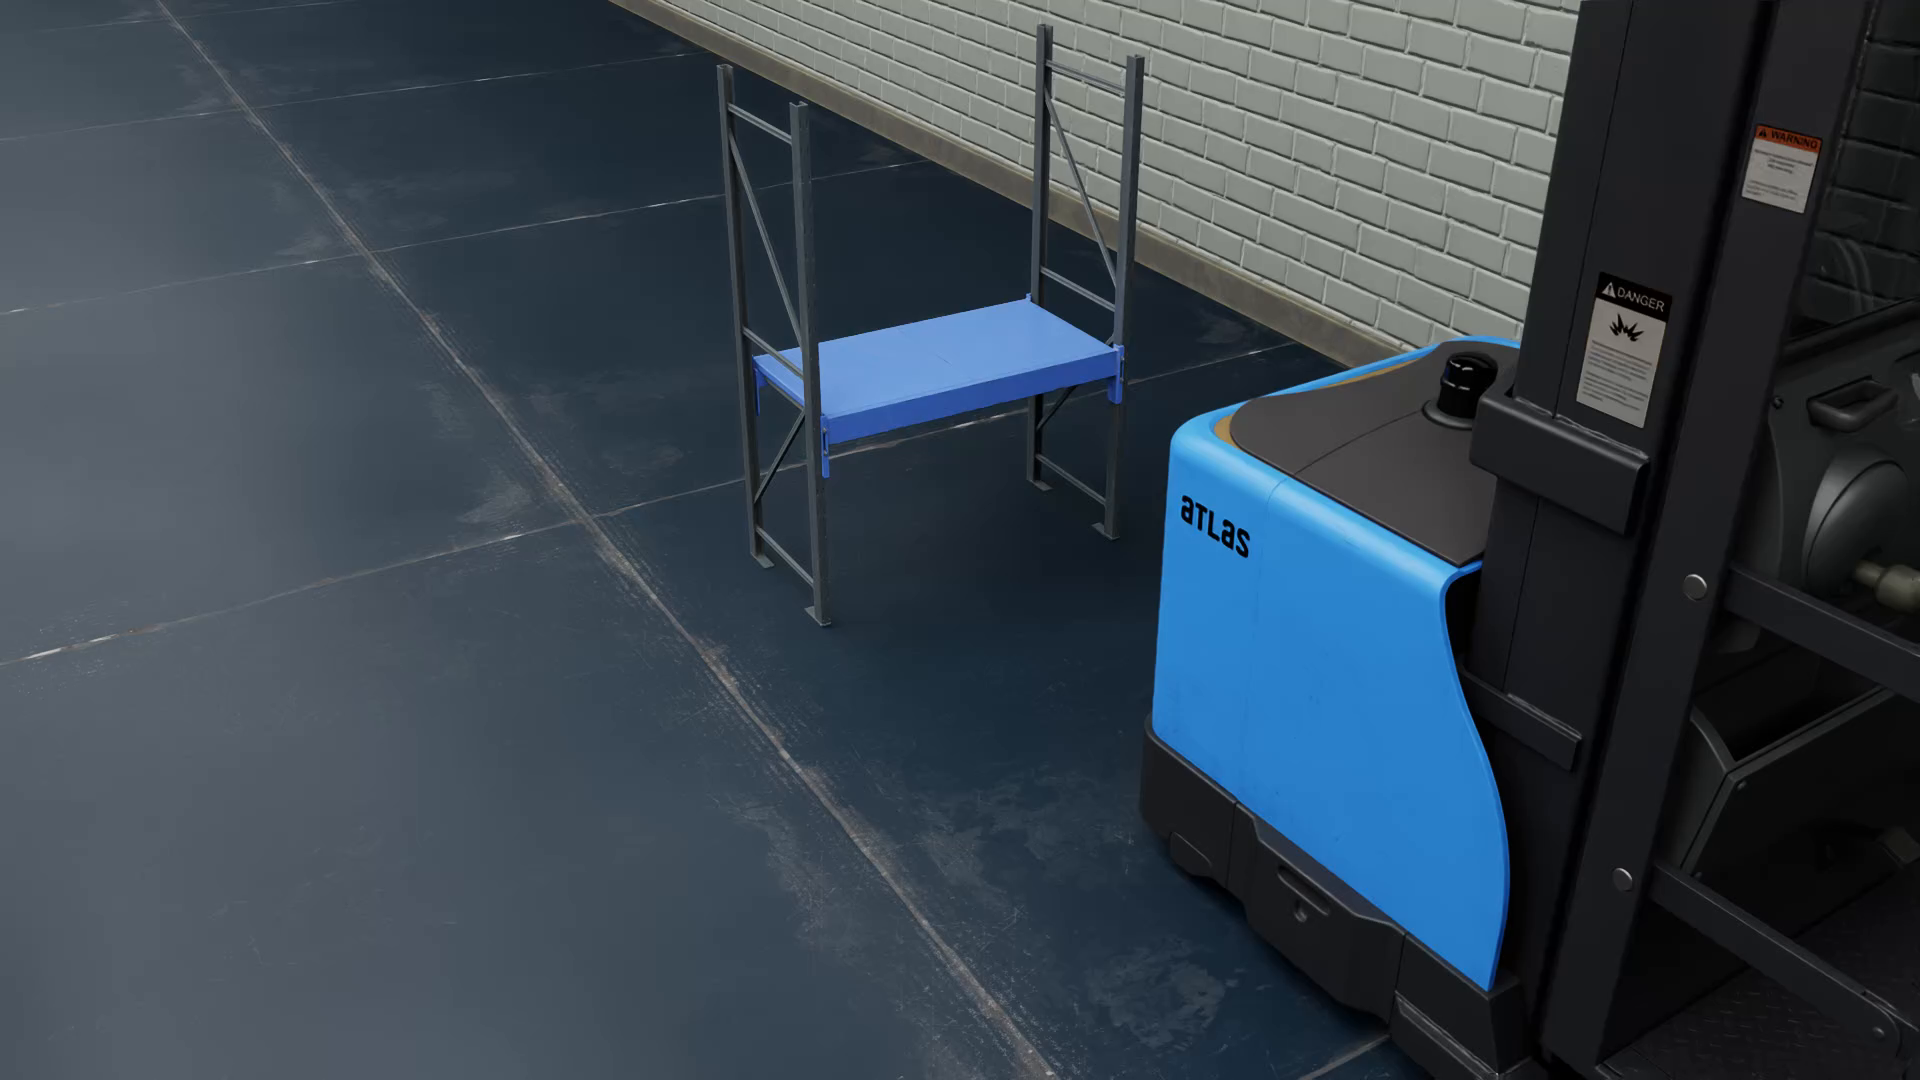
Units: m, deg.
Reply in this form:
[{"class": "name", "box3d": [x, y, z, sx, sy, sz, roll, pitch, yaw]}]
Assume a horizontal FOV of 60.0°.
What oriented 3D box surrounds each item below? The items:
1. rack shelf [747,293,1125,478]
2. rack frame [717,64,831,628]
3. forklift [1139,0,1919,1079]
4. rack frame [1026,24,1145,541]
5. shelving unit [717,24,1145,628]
[{"class": "rack shelf", "box3d": [-0.074, -0.478, 4.937, 1.000, 0.185, 0.538, -16, 33, -26]}, {"class": "rack frame", "box3d": [-0.512, -0.511, 4.624, 0.032, 1.500, 0.500, -16, 33, -26]}, {"class": "forklift", "box3d": [1.654, -0.124, 2.442, 1.130, 2.935, 3.031, -18, 33, -29]}, {"class": "rack frame", "box3d": [0.365, -0.760, 5.075, 0.032, 1.500, 0.500, -16, 33, -26]}, {"class": "shelving unit", "box3d": [-0.074, -0.636, 4.850, 1.048, 1.500, 0.538, -16, 33, -26]}]
